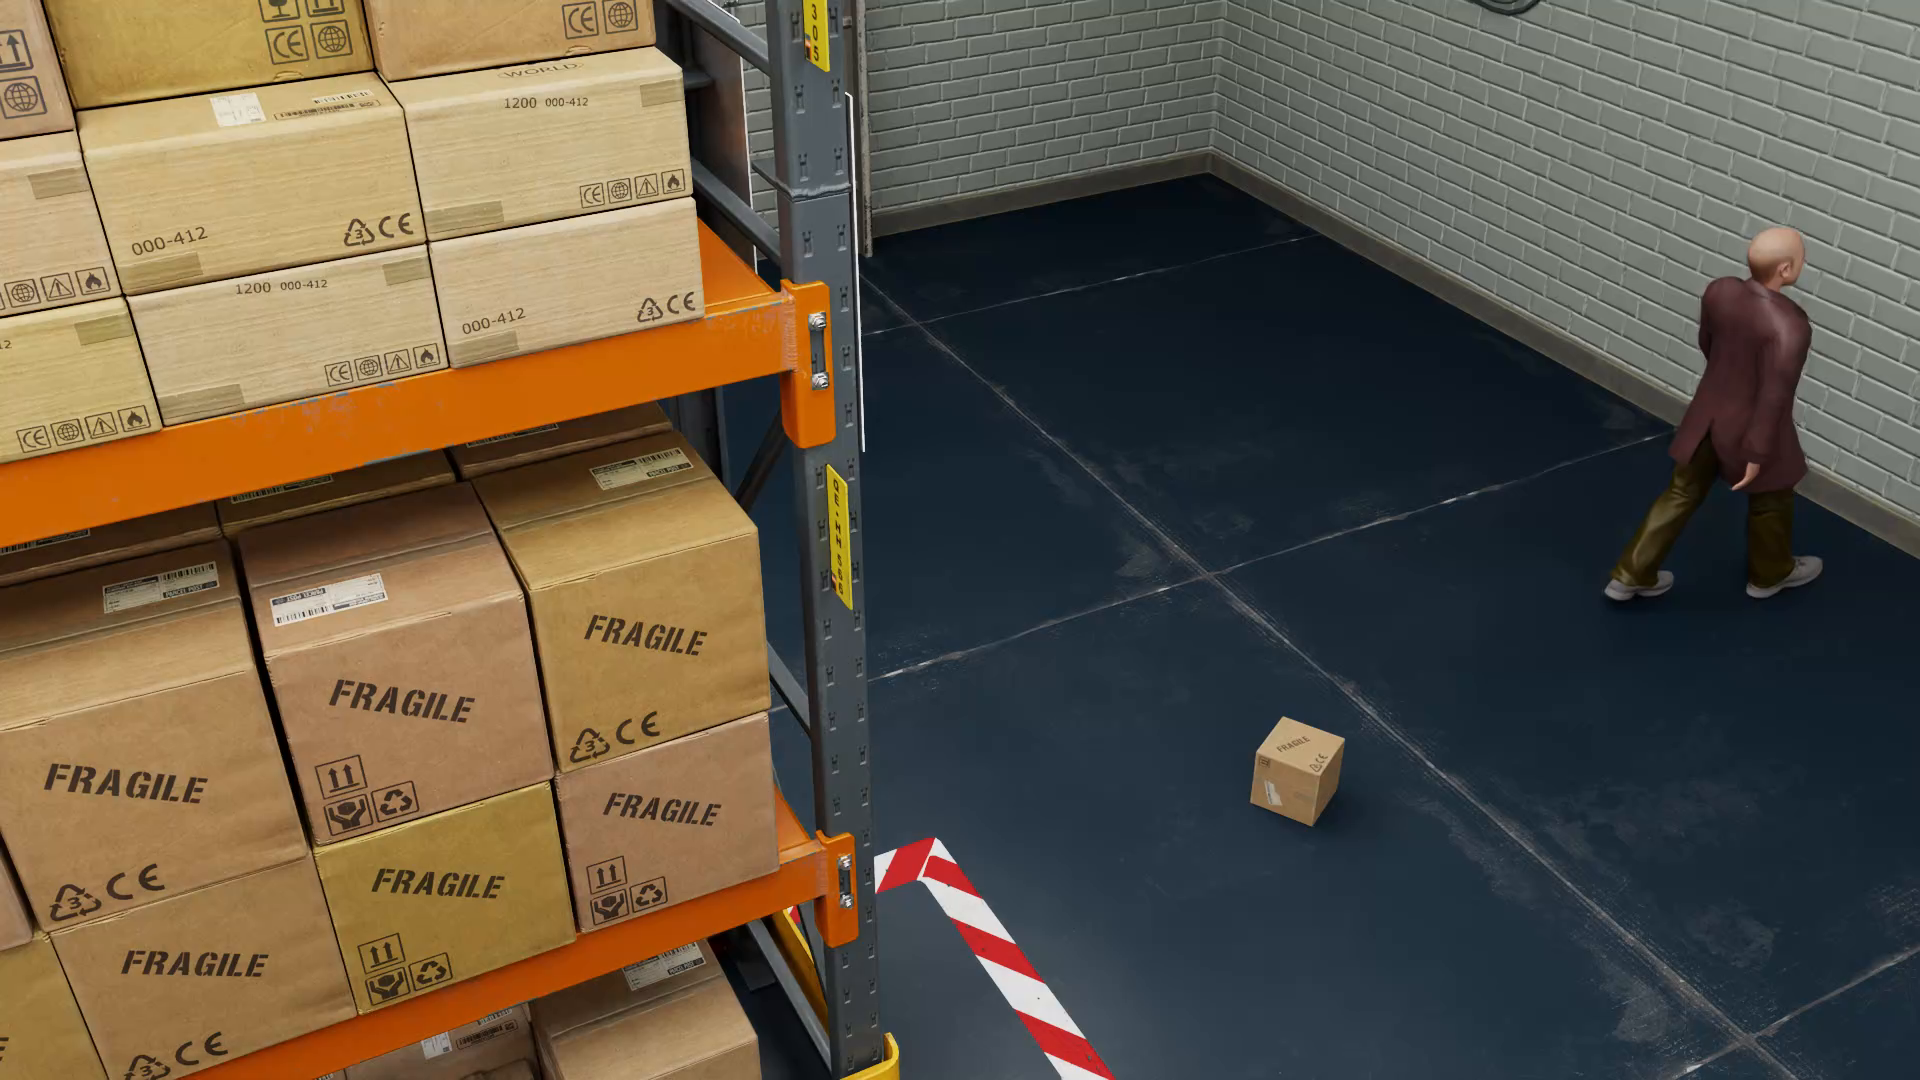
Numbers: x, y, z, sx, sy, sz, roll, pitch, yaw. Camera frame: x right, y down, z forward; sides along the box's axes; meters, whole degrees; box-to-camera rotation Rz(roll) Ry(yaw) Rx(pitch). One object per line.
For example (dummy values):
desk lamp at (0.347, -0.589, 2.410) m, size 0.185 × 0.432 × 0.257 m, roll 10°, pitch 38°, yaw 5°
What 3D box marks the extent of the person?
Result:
person at (3.321, -0.516, 6.957) m, size 0.997 × 1.735 × 0.581 m, roll -14°, pitch 35°, yaw -20°
